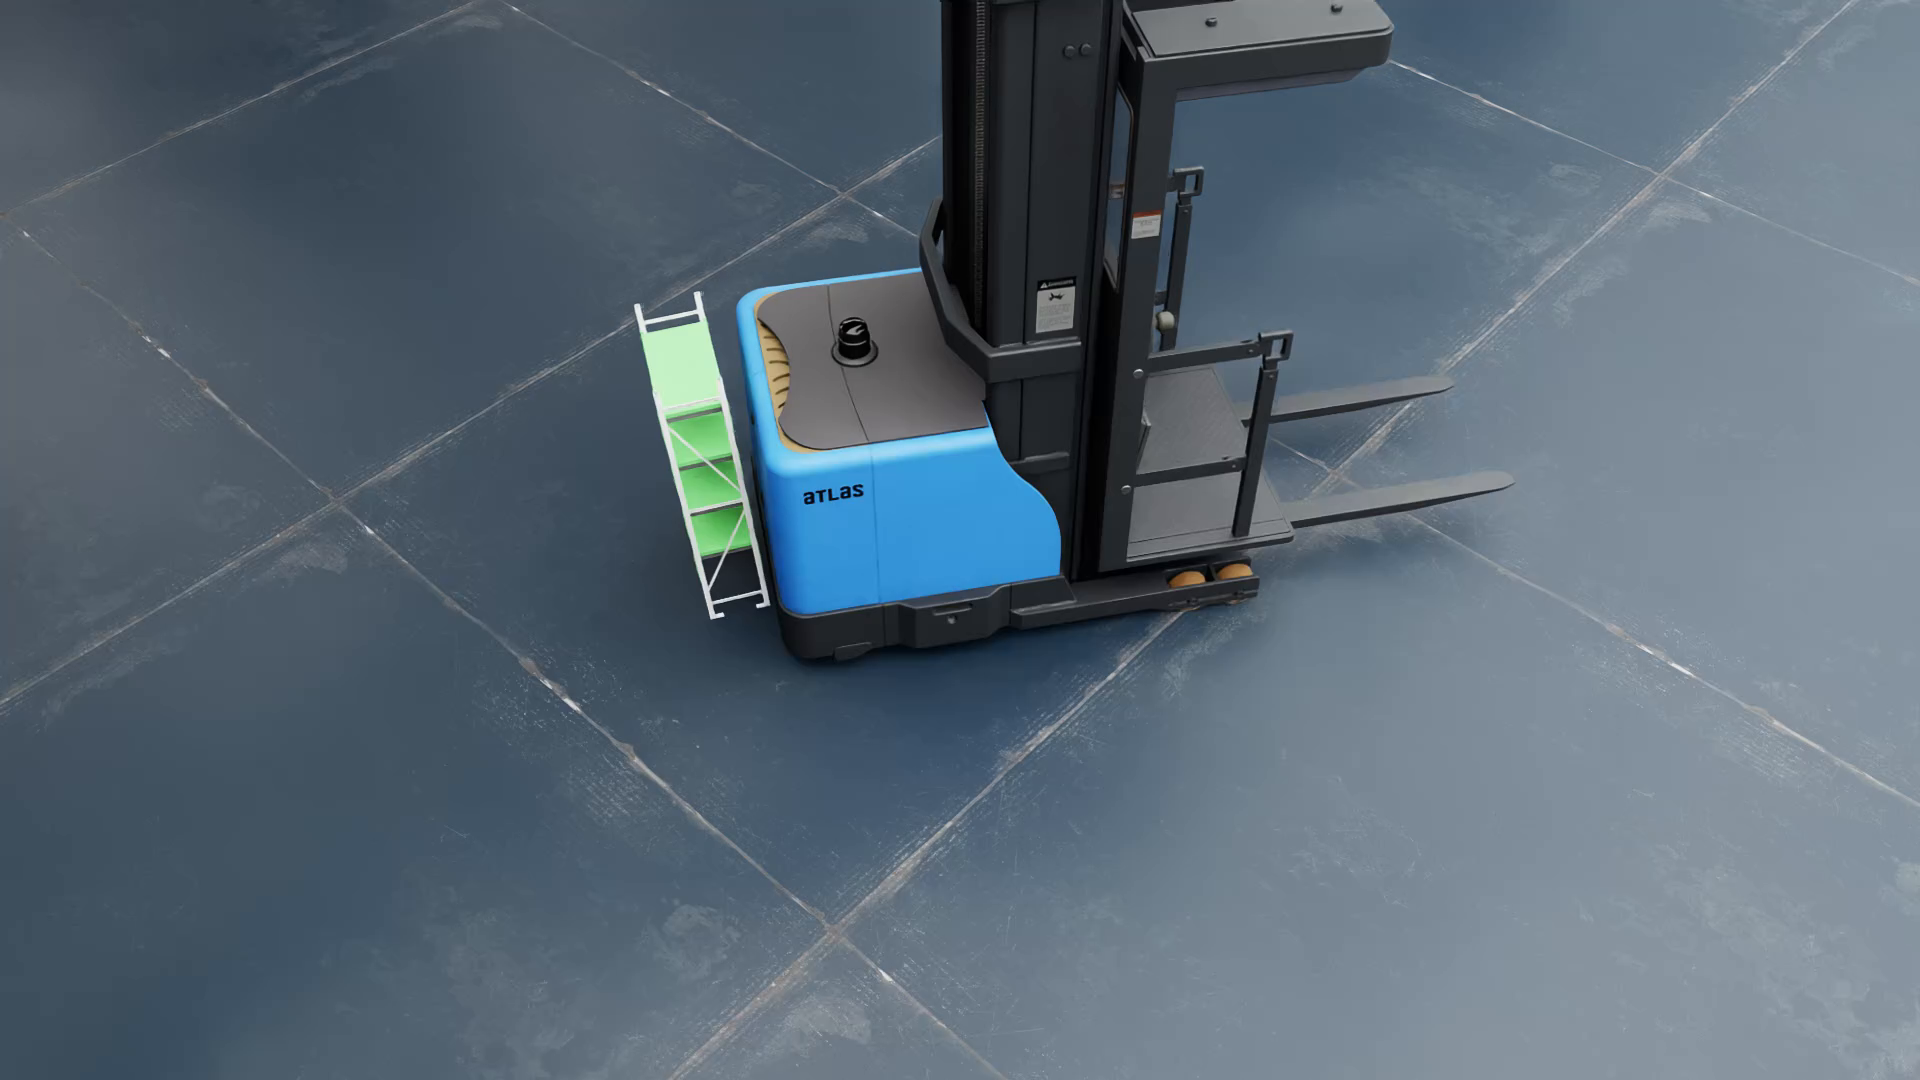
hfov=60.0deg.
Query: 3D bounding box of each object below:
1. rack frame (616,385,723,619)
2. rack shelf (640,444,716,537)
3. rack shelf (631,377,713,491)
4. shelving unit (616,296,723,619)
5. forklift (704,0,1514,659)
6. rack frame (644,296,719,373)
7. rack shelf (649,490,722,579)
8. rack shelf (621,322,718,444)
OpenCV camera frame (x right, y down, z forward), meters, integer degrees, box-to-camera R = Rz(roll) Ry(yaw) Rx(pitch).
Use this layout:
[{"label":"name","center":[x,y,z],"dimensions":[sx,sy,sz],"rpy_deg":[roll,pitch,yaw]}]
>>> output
[{"label":"rack frame","center":[-1.058,-0.109,6.138],"dimensions":[0.240,1.200,0.015],"rpy_deg":[3,47,3]},{"label":"rack shelf","center":[-1.042,-0.243,6.351],"dimensions":[0.258,0.148,0.480],"rpy_deg":[3,47,3]},{"label":"rack shelf","center":[-1.042,-0.407,6.176],"dimensions":[0.258,0.148,0.480],"rpy_deg":[3,47,3]},{"label":"shelving unit","center":[-1.042,-0.287,6.305],"dimensions":[0.258,1.200,0.503],"rpy_deg":[3,47,3]},{"label":"forklift","center":[0.633,-0.955,5.745],"dimensions":[3.031,2.935,1.130],"rpy_deg":[4,47,4]},{"label":"rack frame","center":[-1.025,-0.464,6.471],"dimensions":[0.240,1.200,0.015],"rpy_deg":[3,47,3]},{"label":"rack shelf","center":[-1.041,-0.079,6.526],"dimensions":[0.258,0.148,0.480],"rpy_deg":[3,47,3]},{"label":"rack shelf","center":[-1.042,-0.572,6.001],"dimensions":[0.258,0.148,0.480],"rpy_deg":[3,47,3]}]
